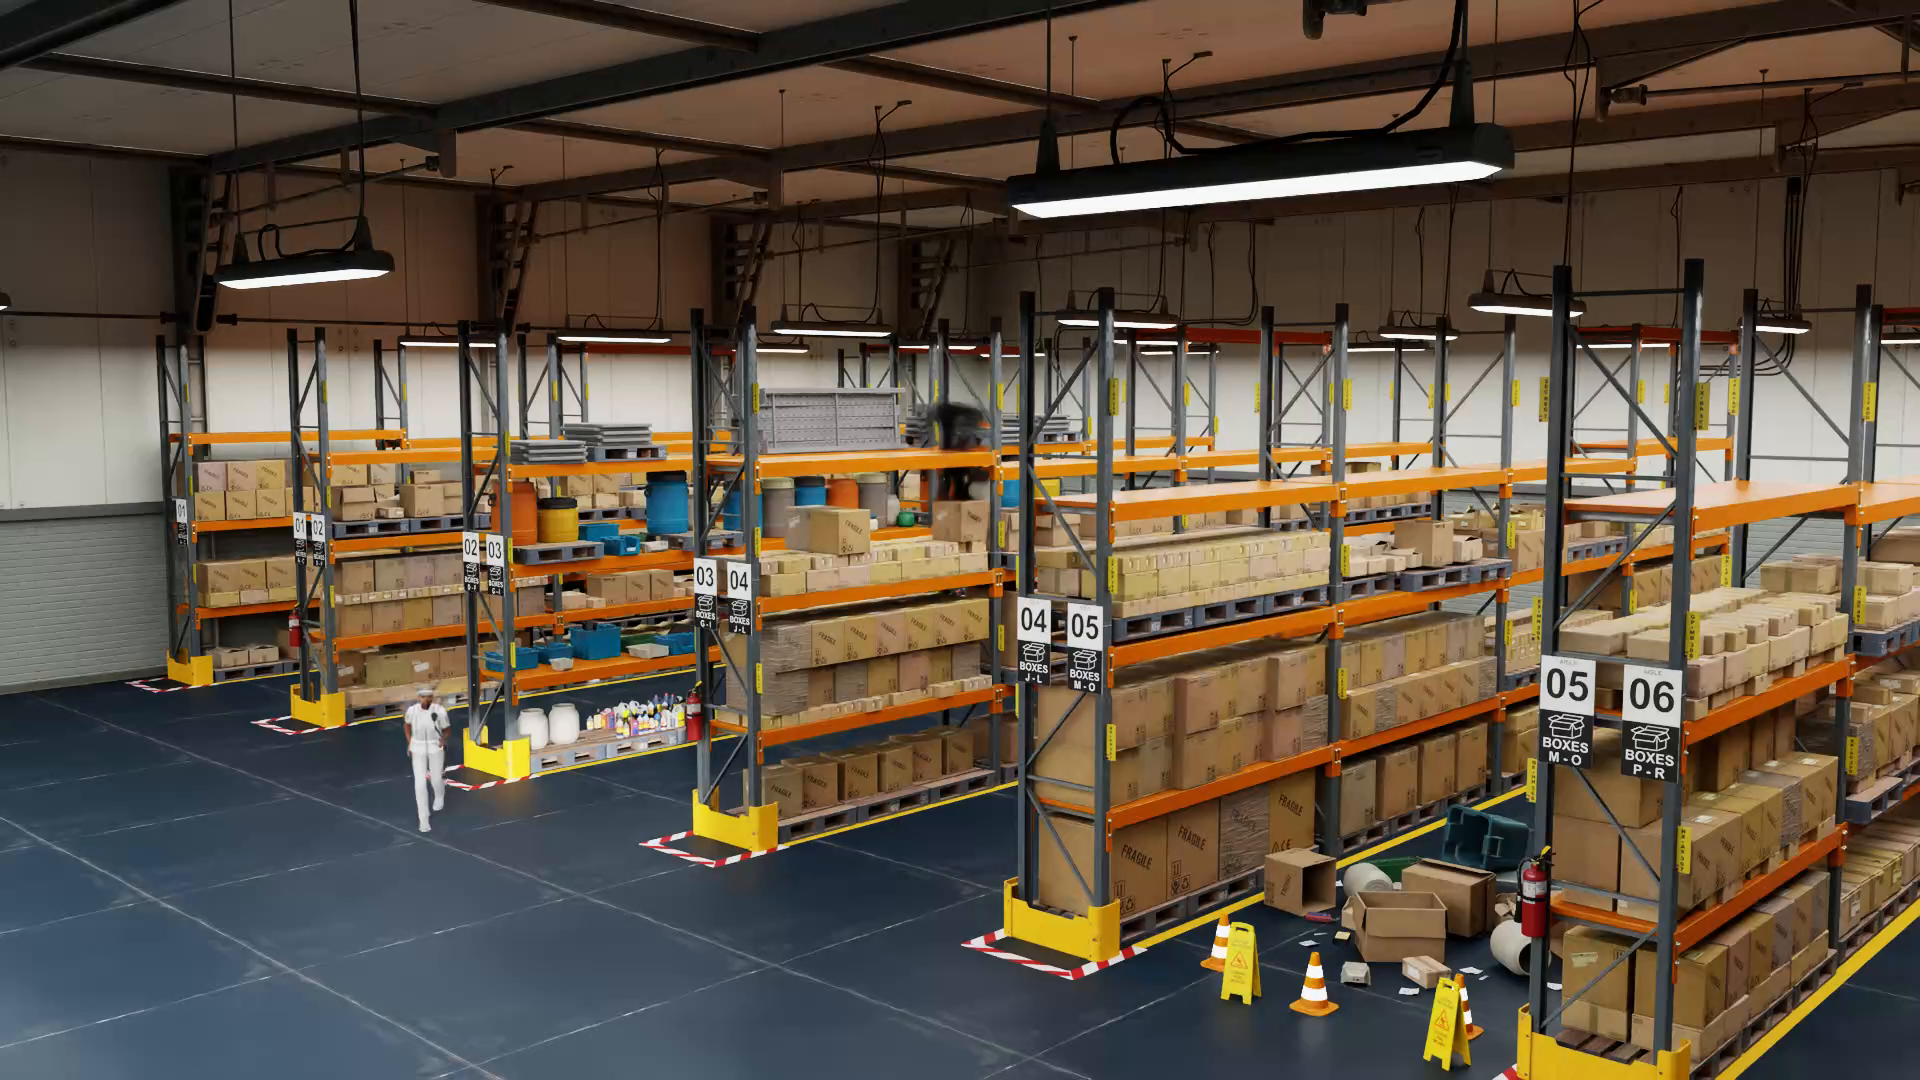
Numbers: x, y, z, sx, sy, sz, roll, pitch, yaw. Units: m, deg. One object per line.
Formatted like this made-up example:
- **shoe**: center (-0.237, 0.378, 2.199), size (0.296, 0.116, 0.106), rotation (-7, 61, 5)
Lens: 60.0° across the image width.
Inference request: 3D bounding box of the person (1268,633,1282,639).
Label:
- **person**: center (4.546, 2.126, 23.915), size (0.522, 1.636, 0.705), rotation (5, 7, 43)

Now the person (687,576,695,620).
- **person**: center (-5.221, 1.205, 33.279), size (0.631, 1.678, 0.632), rotation (5, 7, 43)

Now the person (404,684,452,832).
- **person**: center (-6.259, 2.500, 19.575), size (0.551, 1.695, 0.891), rotation (-1, 6, -14)
